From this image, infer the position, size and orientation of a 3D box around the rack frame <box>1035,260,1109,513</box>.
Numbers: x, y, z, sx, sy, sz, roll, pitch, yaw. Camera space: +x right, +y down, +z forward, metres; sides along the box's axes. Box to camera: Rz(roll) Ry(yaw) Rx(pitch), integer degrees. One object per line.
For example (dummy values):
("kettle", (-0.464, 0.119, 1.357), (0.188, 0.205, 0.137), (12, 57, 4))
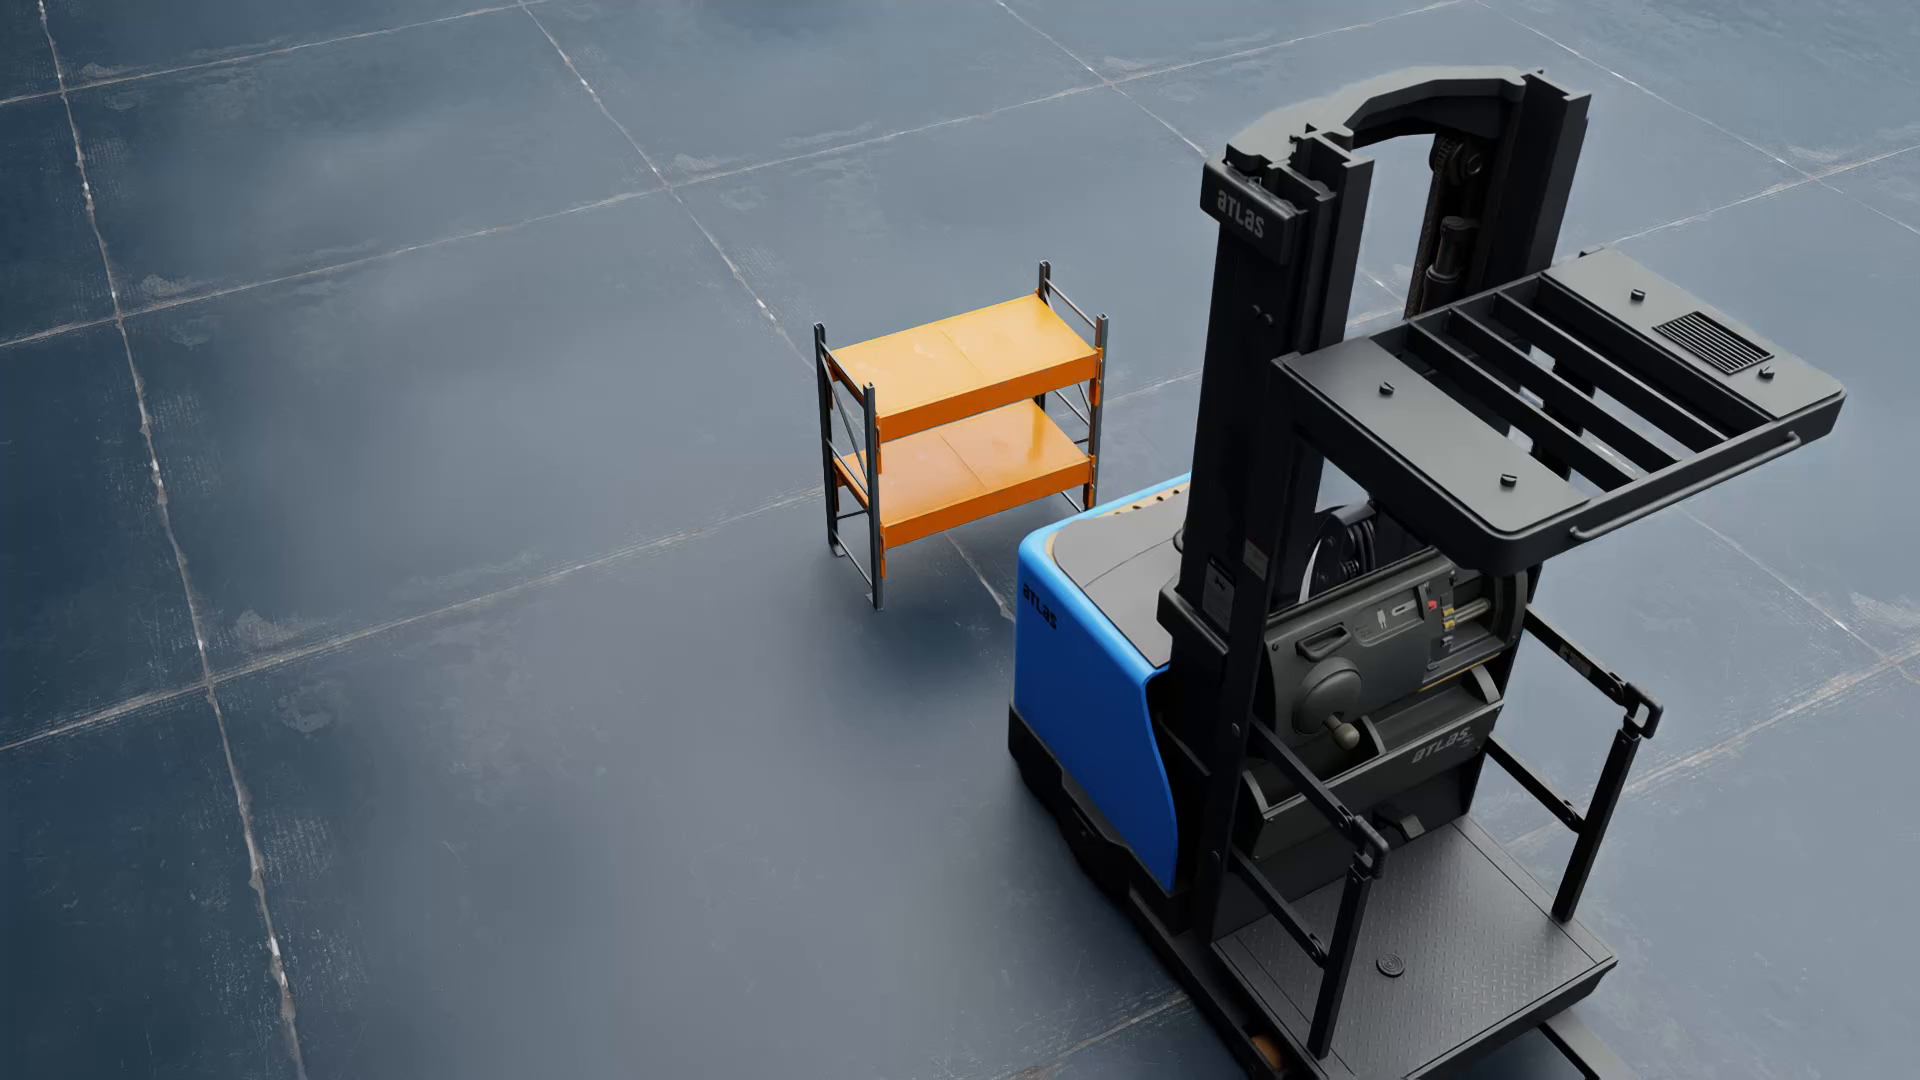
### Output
("rack frame", (0.457, -0.583, 7.068), (0.032, 1.125, 0.500), (-19, 44, -21))

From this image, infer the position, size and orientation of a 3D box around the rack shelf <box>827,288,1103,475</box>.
("rack shelf", (0.006, -0.655, 6.700), (1.000, 0.278, 0.538), (-19, 44, -21))

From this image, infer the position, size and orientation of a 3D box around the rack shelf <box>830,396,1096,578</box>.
("rack shelf", (0.006, -0.245, 7.047), (1.000, 0.278, 0.538), (-19, 44, -21))

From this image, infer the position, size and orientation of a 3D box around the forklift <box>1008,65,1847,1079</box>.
("forklift", (1.350, 0.359, 4.558), (1.130, 2.935, 3.031), (-20, 44, -22))

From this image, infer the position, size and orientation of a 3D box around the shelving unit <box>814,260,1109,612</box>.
("shelving unit", (0.006, -0.431, 6.889), (1.048, 1.125, 0.538), (-19, 44, -21))

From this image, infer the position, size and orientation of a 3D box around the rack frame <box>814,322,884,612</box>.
("rack frame", (-0.445, -0.280, 6.710), (0.032, 1.125, 0.500), (-19, 44, -21))
